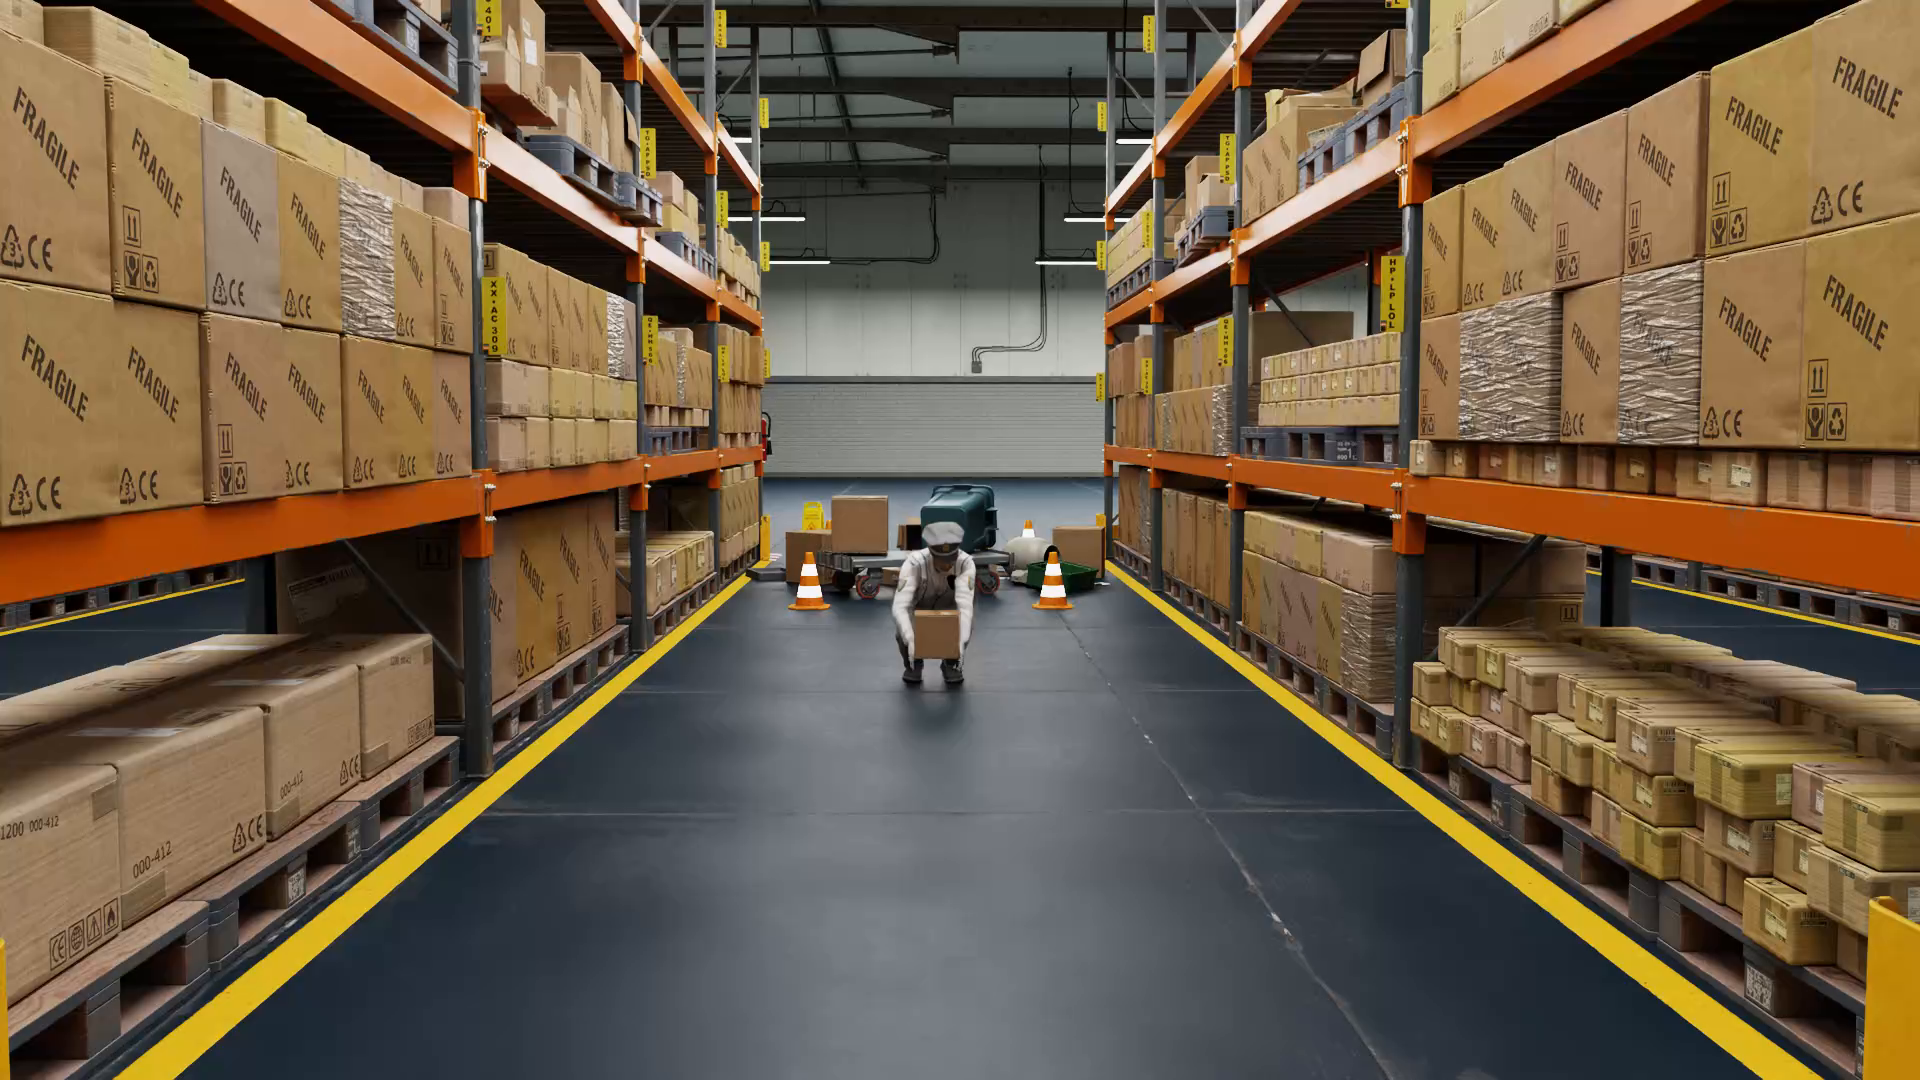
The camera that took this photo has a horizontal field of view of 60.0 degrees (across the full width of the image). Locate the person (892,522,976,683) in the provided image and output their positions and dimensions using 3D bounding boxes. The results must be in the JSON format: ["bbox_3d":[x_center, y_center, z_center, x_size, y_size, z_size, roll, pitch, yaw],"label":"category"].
[{"bbox_3d":[-0.154,0.369,9.816,0.490,0.969,0.823,0,4,-2],"label":"person"}]
